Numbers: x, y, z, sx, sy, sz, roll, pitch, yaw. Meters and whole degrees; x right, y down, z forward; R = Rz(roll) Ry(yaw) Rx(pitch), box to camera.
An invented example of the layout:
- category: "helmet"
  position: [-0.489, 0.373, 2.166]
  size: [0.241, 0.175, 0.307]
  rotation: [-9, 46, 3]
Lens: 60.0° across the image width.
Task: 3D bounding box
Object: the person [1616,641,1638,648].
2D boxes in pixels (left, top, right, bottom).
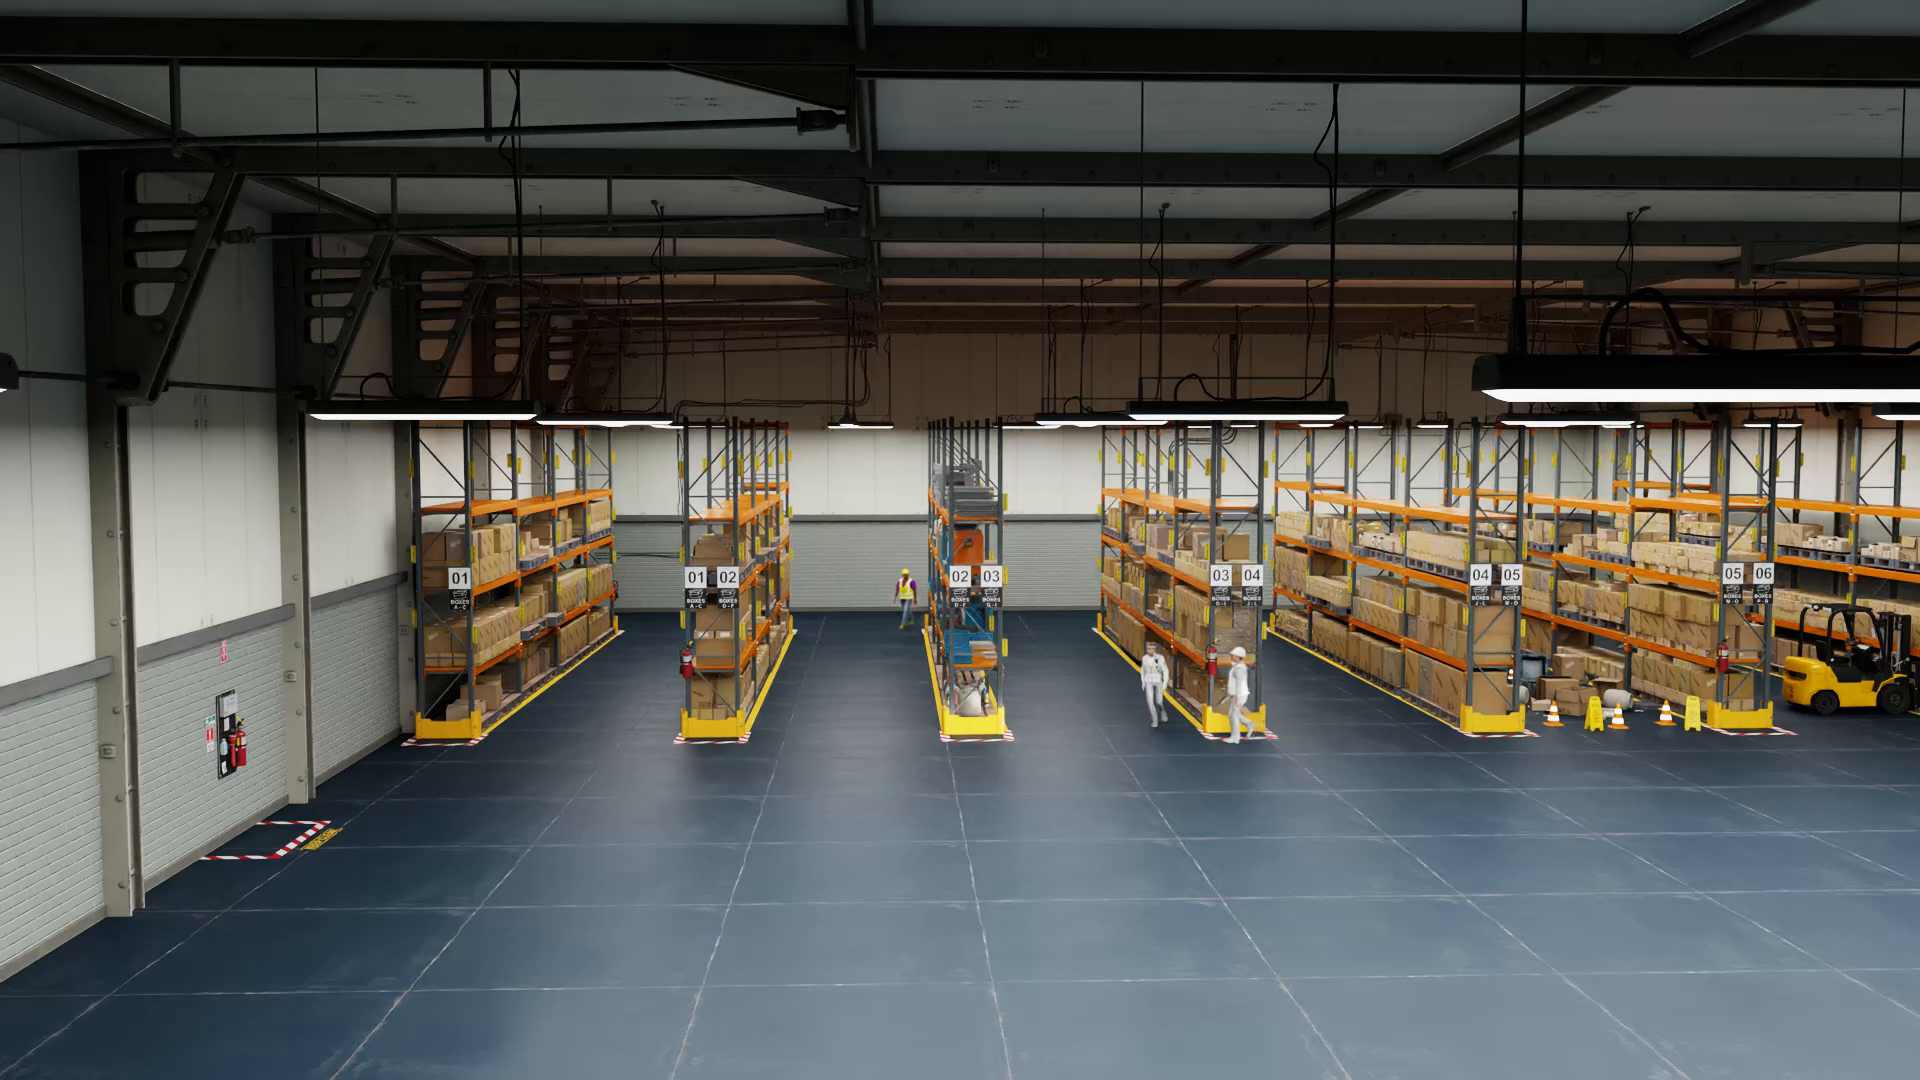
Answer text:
- category: "person"
  position: [17.665, 2.044, 43.817]
  size: [0.474, 1.712, 0.535]
  rotation: [-2, 4, -24]

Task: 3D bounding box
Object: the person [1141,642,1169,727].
- category: "person"
  position: [3.802, 2.789, 32.420]
  size: [0.565, 1.655, 0.491]
  rotation: [1, 4, 21]

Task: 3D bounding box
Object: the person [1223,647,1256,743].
- category: "person"
  position: [5.148, 2.838, 30.496]
  size: [0.664, 1.762, 0.530]
  rotation: [0, 4, -4]

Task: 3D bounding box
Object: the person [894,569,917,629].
- category: "person"
  position: [-1.594, 1.697, 48.244]
  size: [0.576, 1.699, 1.098]
  rotation: [2, 4, 32]
